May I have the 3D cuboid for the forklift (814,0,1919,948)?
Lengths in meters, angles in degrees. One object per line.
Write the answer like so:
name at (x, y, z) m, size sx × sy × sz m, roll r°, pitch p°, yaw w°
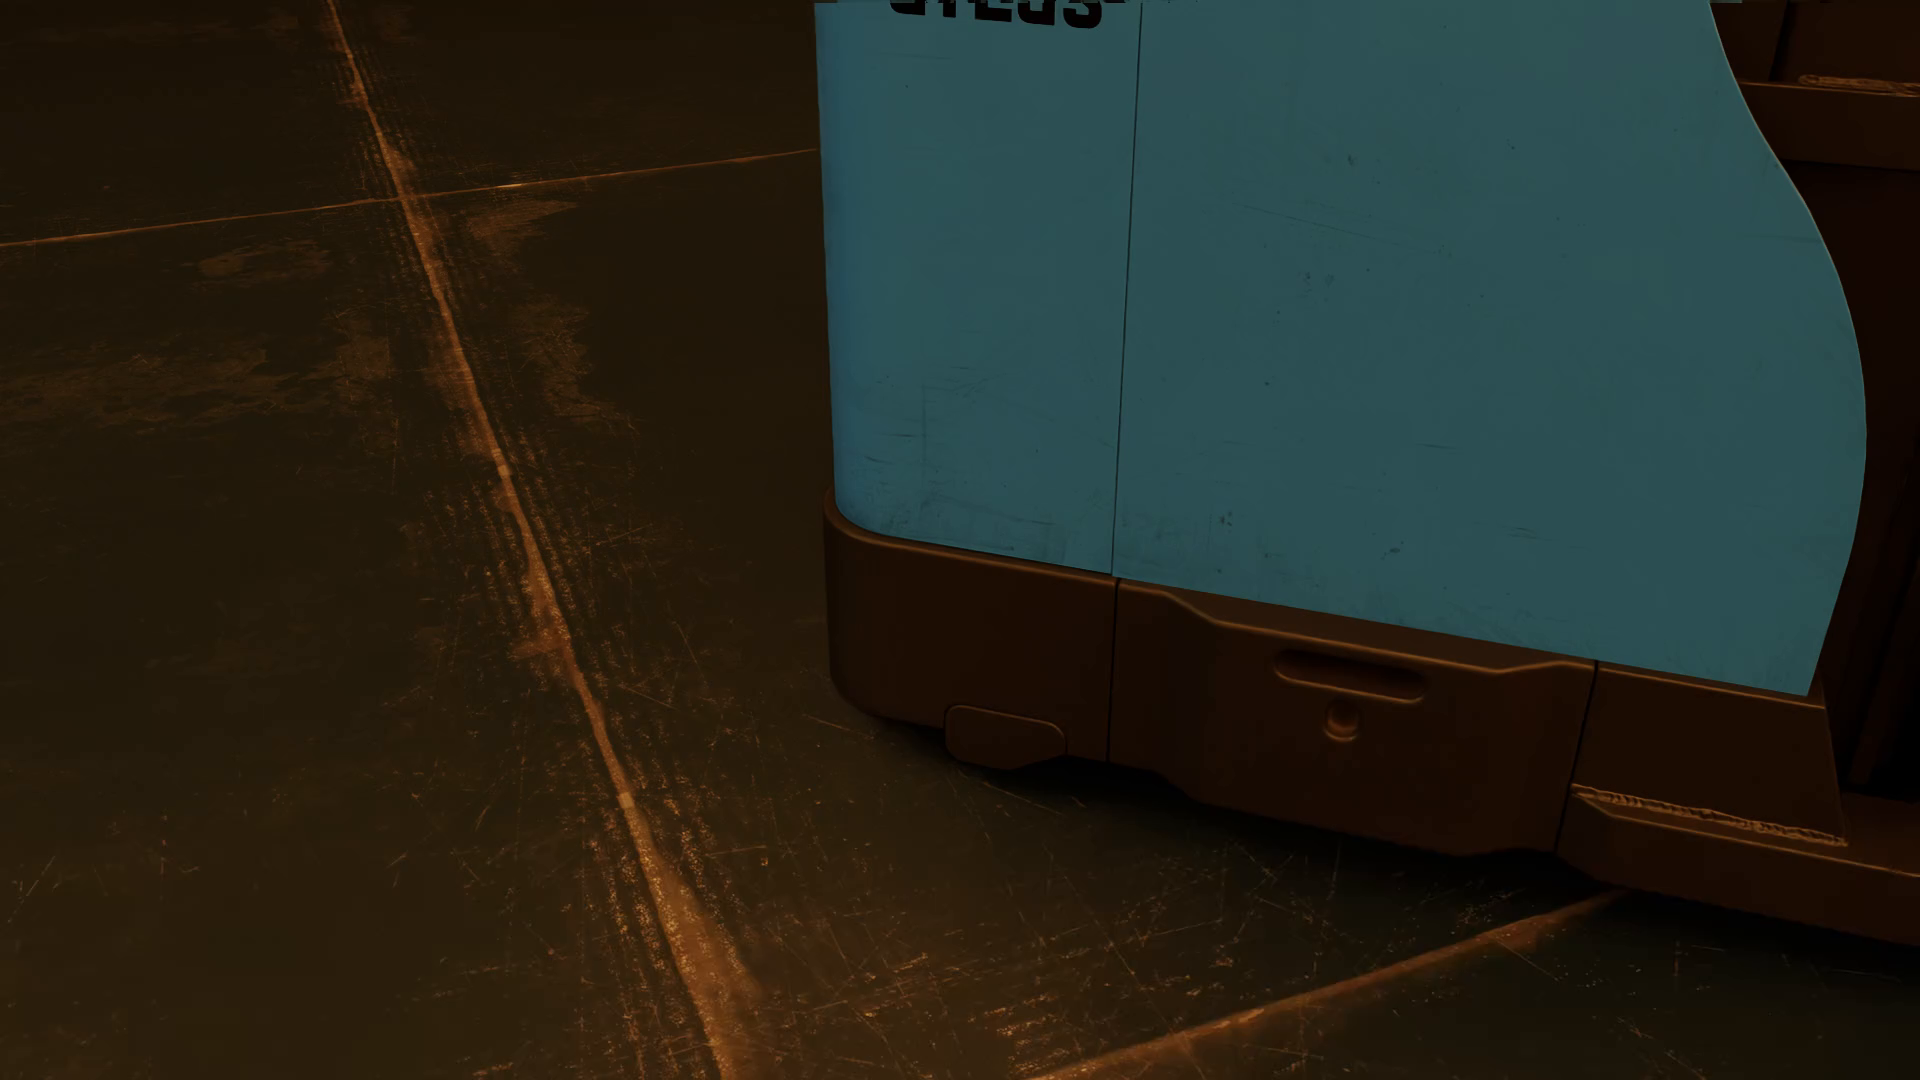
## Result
forklift at (1.413, -1.017, 1.323) m, size 3.031 × 2.935 × 1.130 m, roll 10°, pitch 31°, yaw 17°
